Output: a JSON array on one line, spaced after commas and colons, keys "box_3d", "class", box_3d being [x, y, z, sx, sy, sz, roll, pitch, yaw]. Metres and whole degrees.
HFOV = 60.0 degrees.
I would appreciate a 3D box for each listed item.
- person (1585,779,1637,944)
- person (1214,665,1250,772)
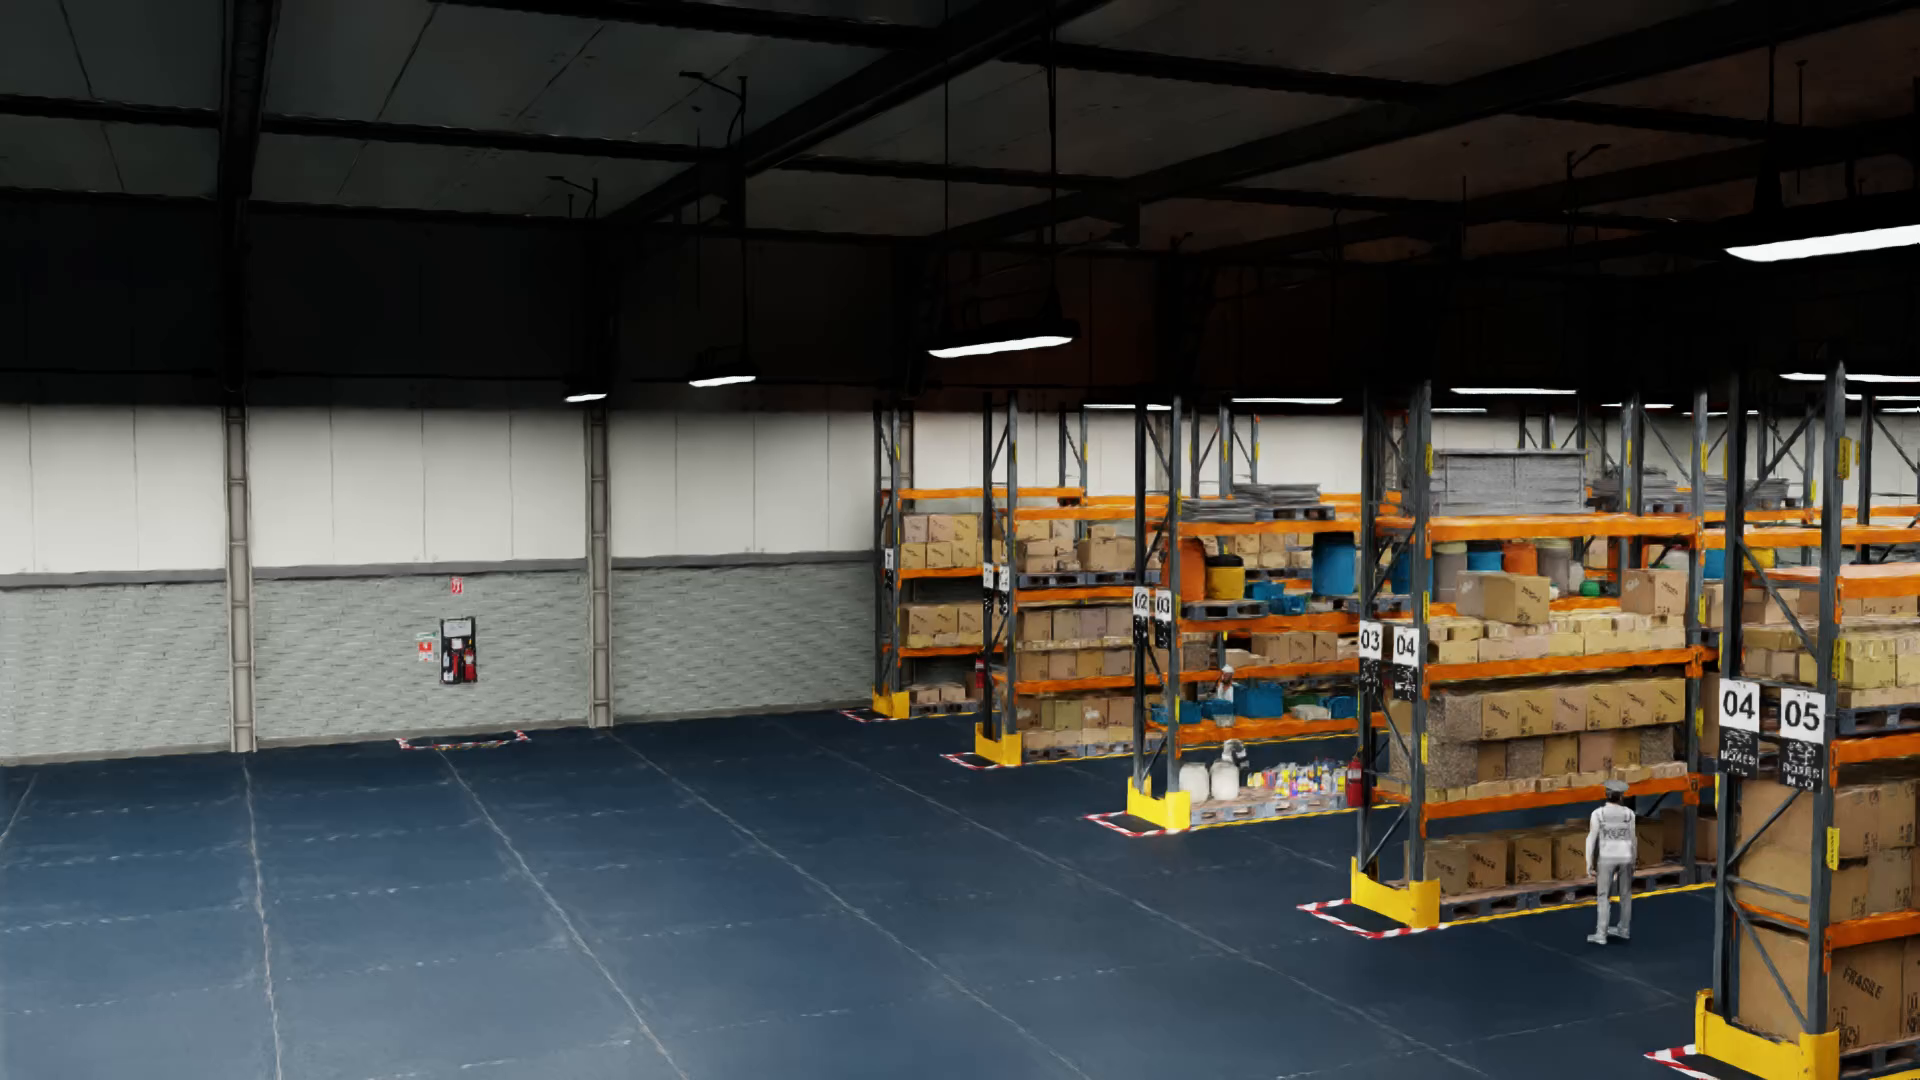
[{"box_3d": [6.732, 3.314, 17.215, 0.525, 1.677, 0.455, 0, 3, 7], "class": "person"}, {"box_3d": [4.143, 2.789, 25.758, 1.032, 1.728, 0.528, -2, 4, -33], "class": "person"}]
